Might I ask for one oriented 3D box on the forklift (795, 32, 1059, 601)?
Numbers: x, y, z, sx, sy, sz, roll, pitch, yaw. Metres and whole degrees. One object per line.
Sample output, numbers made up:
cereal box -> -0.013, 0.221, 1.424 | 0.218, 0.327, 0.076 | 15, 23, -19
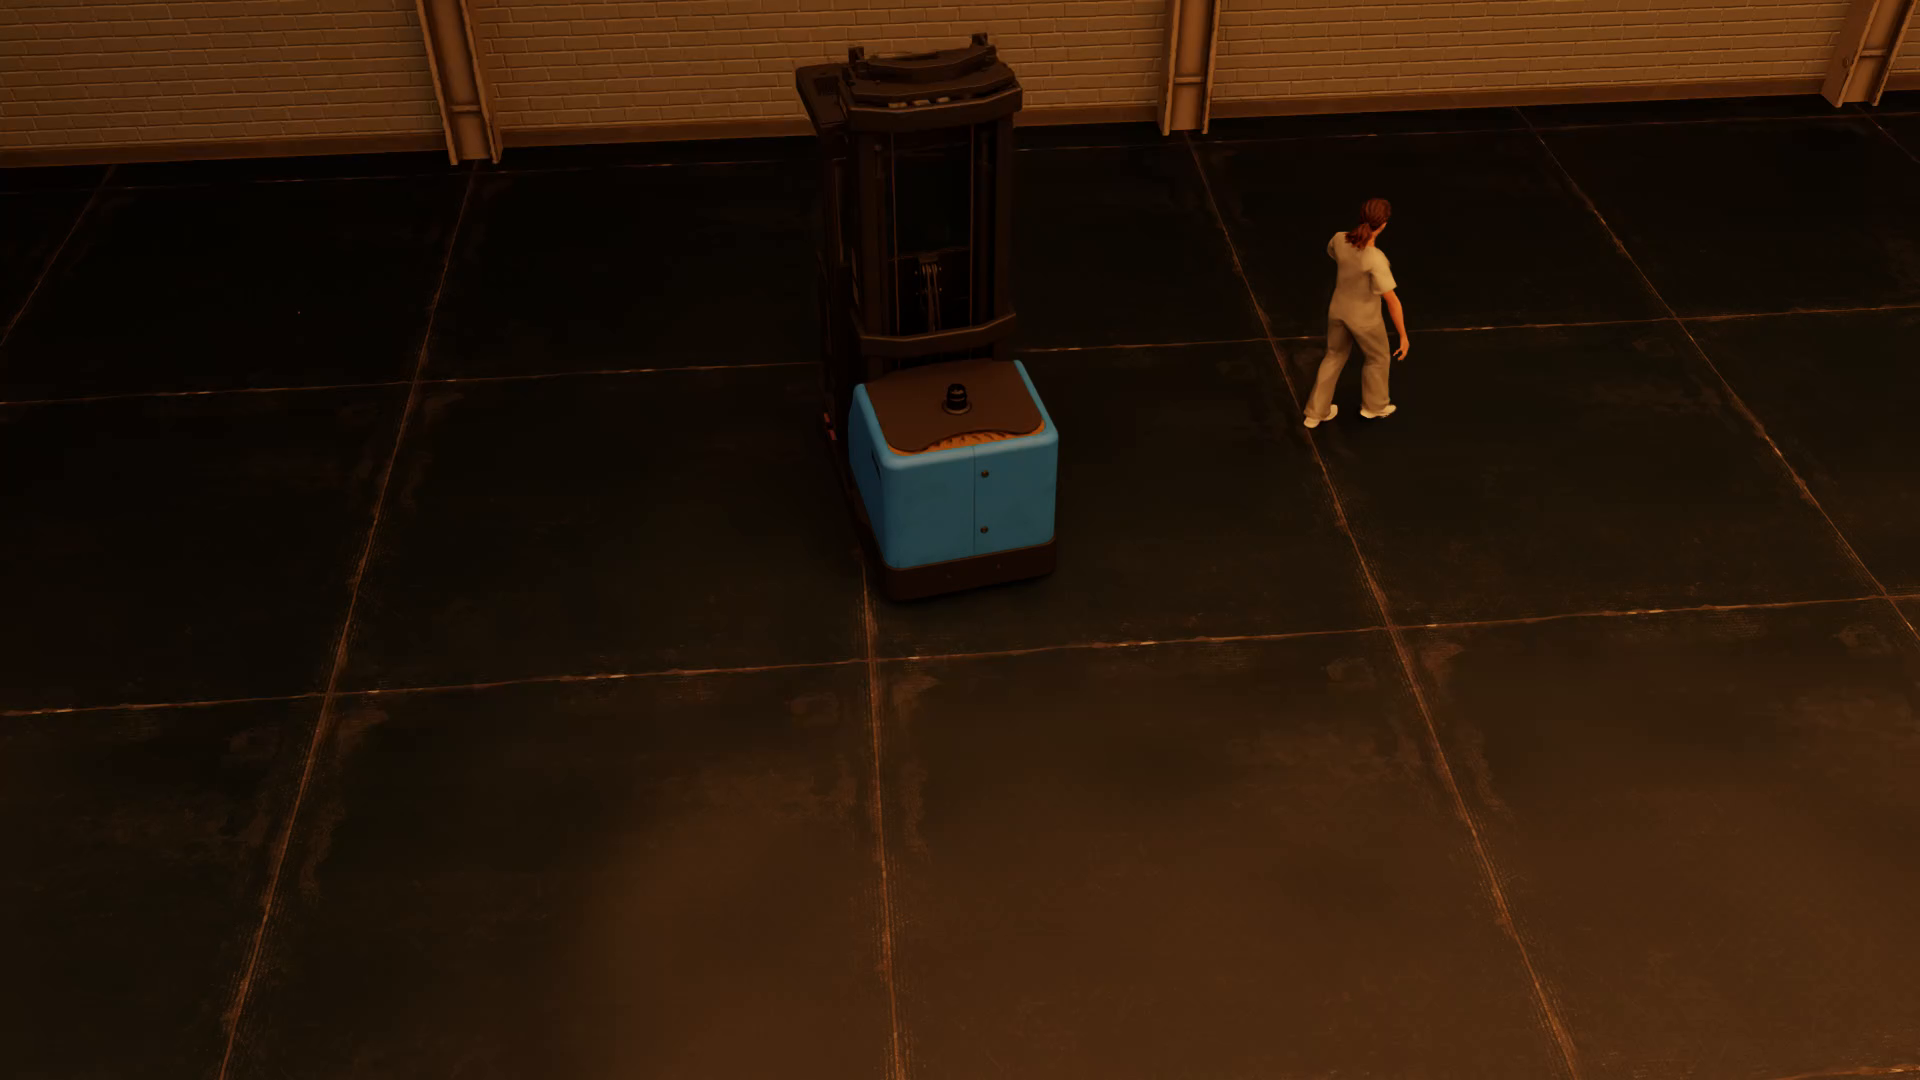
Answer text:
forklift -> -0.307, -1.729, 9.959 | 1.130, 2.935, 3.031 | -10, 42, -11

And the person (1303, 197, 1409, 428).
person -> 2.619, -1.441, 10.636 | 0.680, 1.679, 0.888 | -24, 46, -26
